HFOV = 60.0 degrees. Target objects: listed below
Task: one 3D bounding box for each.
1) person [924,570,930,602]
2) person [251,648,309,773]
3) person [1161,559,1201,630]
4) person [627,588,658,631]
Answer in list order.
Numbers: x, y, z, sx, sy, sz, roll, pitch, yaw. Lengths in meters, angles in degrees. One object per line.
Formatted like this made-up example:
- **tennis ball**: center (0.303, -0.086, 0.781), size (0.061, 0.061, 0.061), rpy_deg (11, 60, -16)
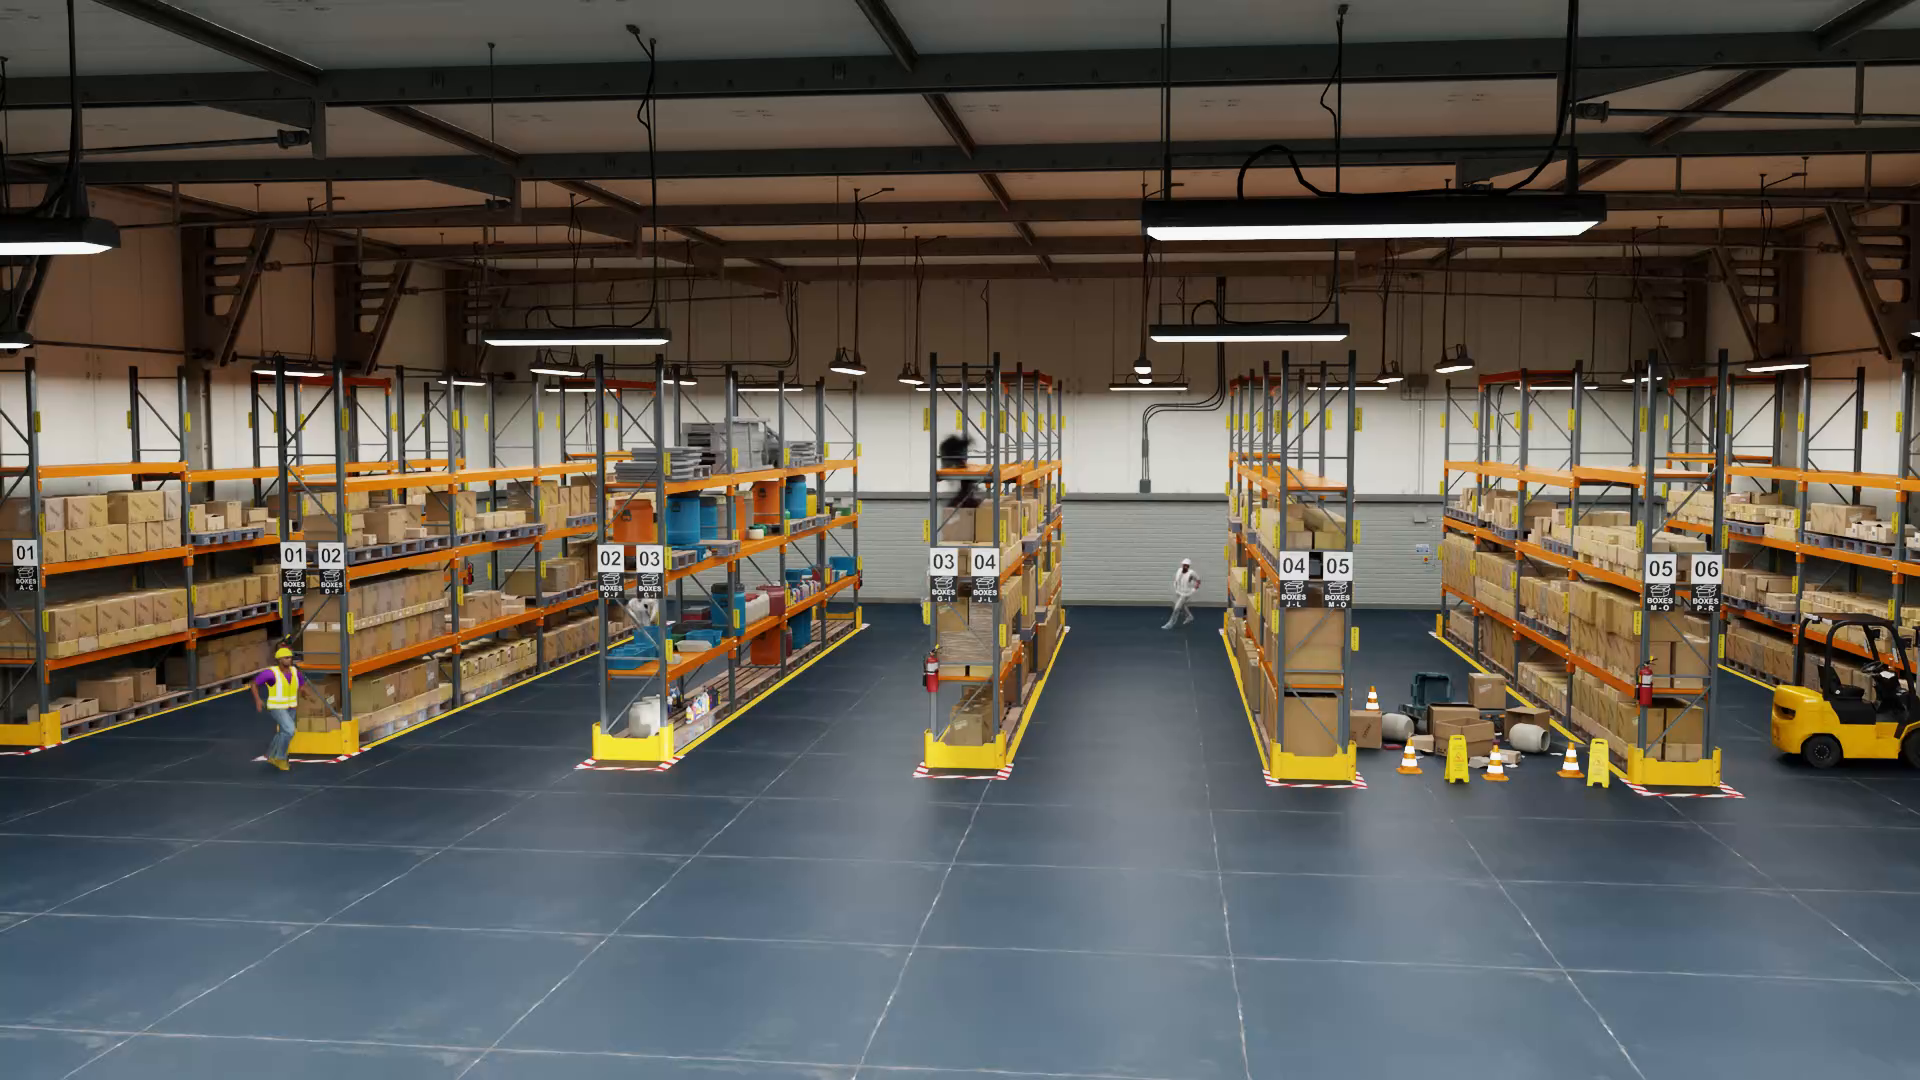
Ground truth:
- **person**: center (-0.602, 1.215, 43.006), size (0.659, 1.527, 0.517), rpy_deg (1, 4, 17)
- **person**: center (-9.708, 2.440, 23.874), size (0.813, 1.794, 0.678), rpy_deg (2, 5, 27)
- **person**: center (5.400, 1.297, 40.097), size (0.997, 1.721, 0.736), rpy_deg (-3, 5, -34)
- **person**: center (-6.614, 1.771, 34.650), size (0.644, 1.633, 0.968), rpy_deg (0, 4, -6)
